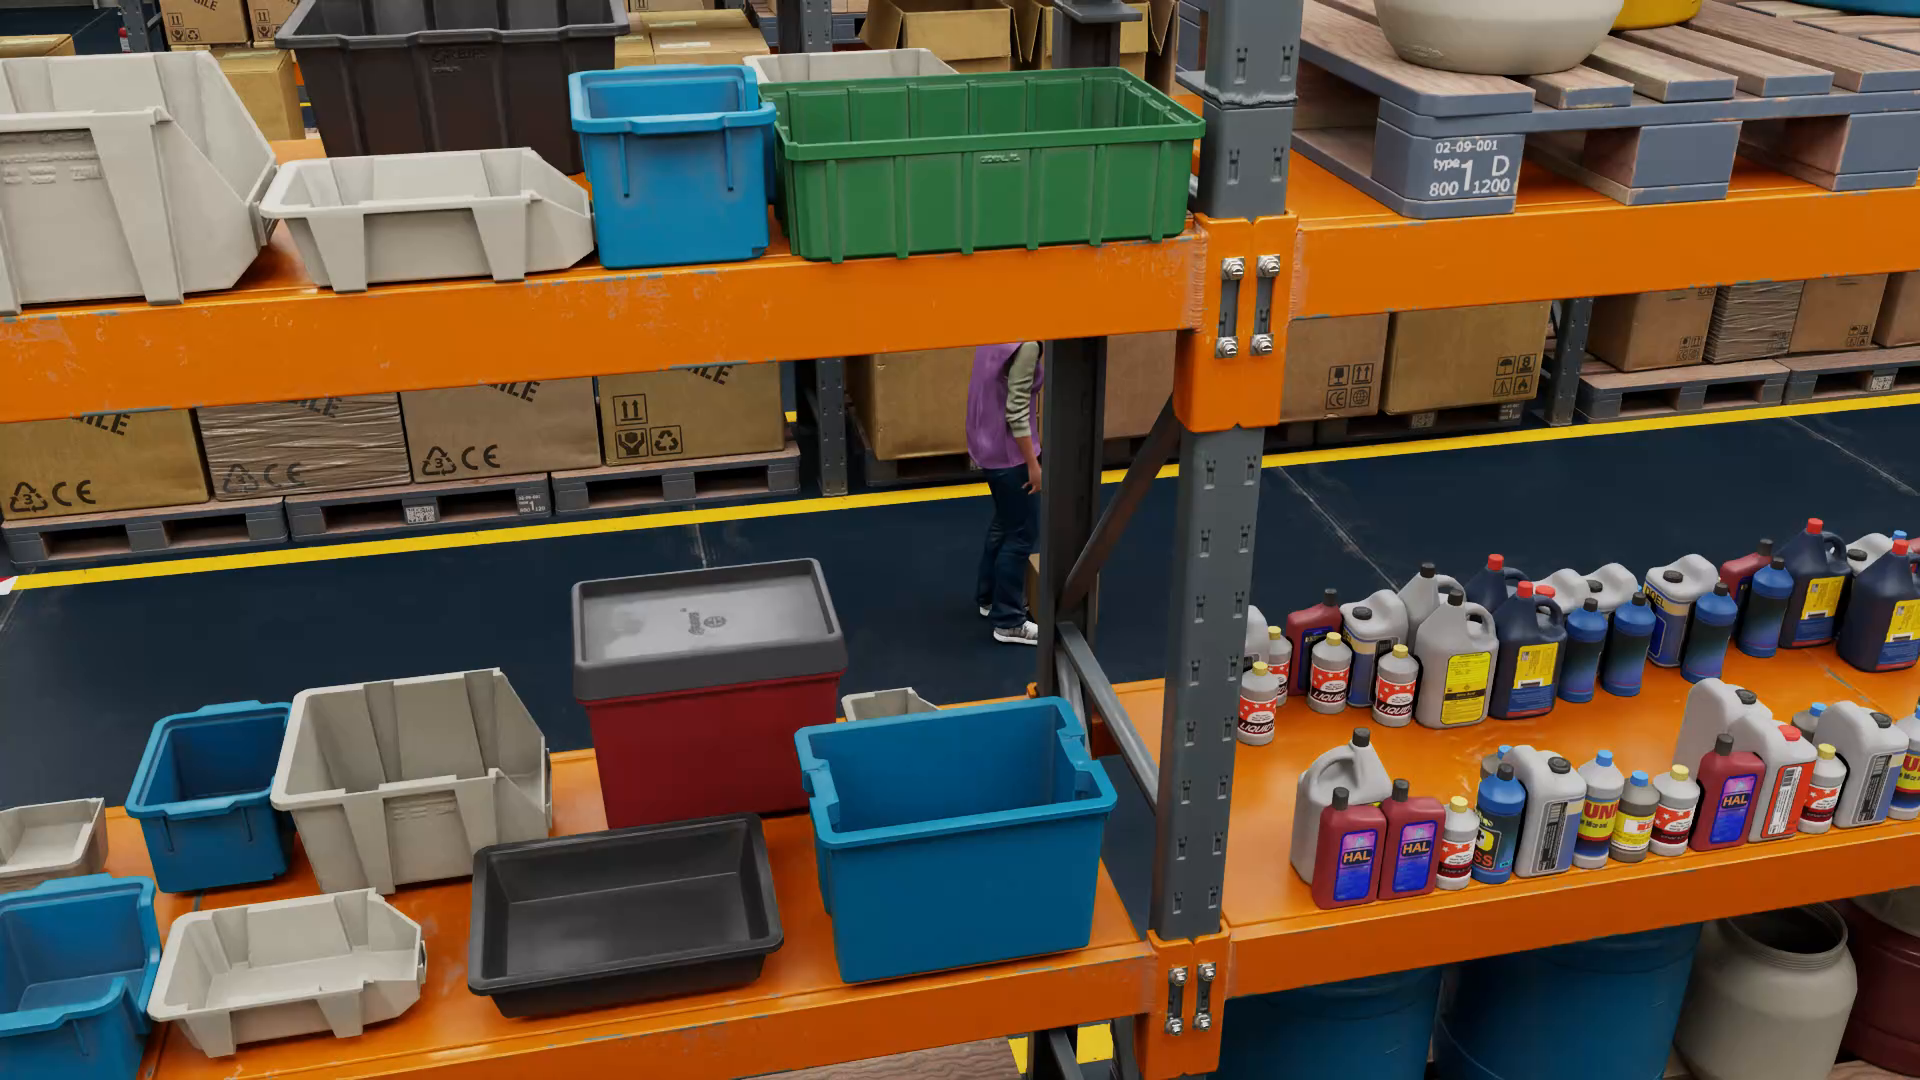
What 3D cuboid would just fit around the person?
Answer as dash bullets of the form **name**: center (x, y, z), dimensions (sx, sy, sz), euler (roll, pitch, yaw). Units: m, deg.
- **person**: center (0.212, -0.356, 6.824), dimensions (0.348, 1.593, 0.476), euler (-7, 28, -13)
